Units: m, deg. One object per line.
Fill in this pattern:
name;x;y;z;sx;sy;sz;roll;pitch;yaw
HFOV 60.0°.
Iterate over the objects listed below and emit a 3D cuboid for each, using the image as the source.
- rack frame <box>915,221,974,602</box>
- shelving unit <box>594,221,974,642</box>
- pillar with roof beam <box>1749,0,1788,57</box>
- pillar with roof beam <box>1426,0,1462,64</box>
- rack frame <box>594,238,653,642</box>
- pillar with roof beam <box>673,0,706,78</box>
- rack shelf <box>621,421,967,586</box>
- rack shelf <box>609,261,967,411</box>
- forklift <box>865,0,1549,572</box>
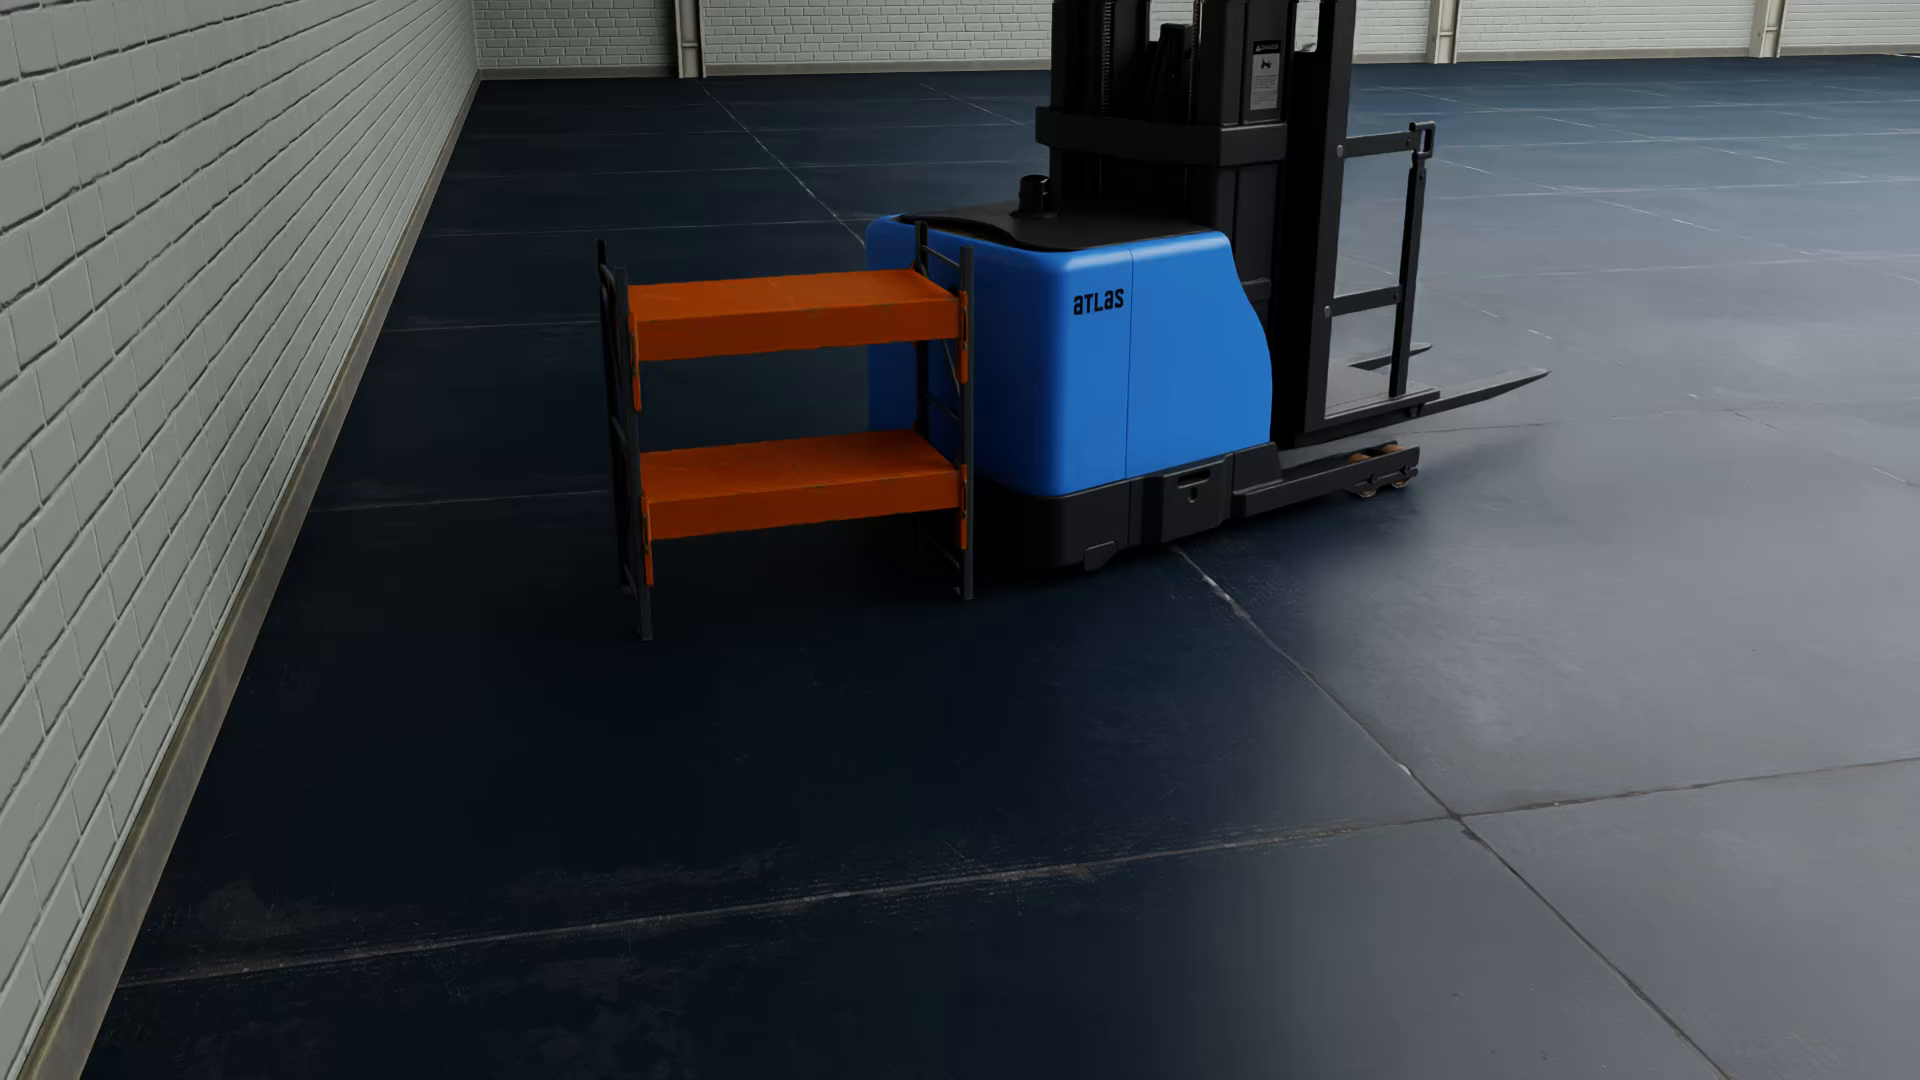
rack frame;-0.052;-0.416;5.315;0.032;1.125;0.500;-7;21;-17
shelving unit;-0.534;-0.360;5.163;1.048;1.125;0.538;-7;21;-17
pillar with roof beam;14.593;-10.969;22.677;0.400;9.000;9.100;-5;21;-12
pillar with roof beam;8.754;-10.494;21.380;0.400;9.000;9.100;-5;21;-12
rack frame;-1.016;-0.305;5.011;0.032;1.125;0.500;-7;21;-17
pillar with roof beam;-2.924;-9.545;18.788;0.400;9.000;9.100;-5;21;-12
rack shelf;-0.534;-0.131;5.247;1.000;0.278;0.538;-7;21;-17
rack shelf;-0.534;-0.635;5.062;1.000;0.278;0.538;-7;21;-17
forklift;1.133;-1.662;6.091;3.031;2.935;1.130;-15;25;-35
